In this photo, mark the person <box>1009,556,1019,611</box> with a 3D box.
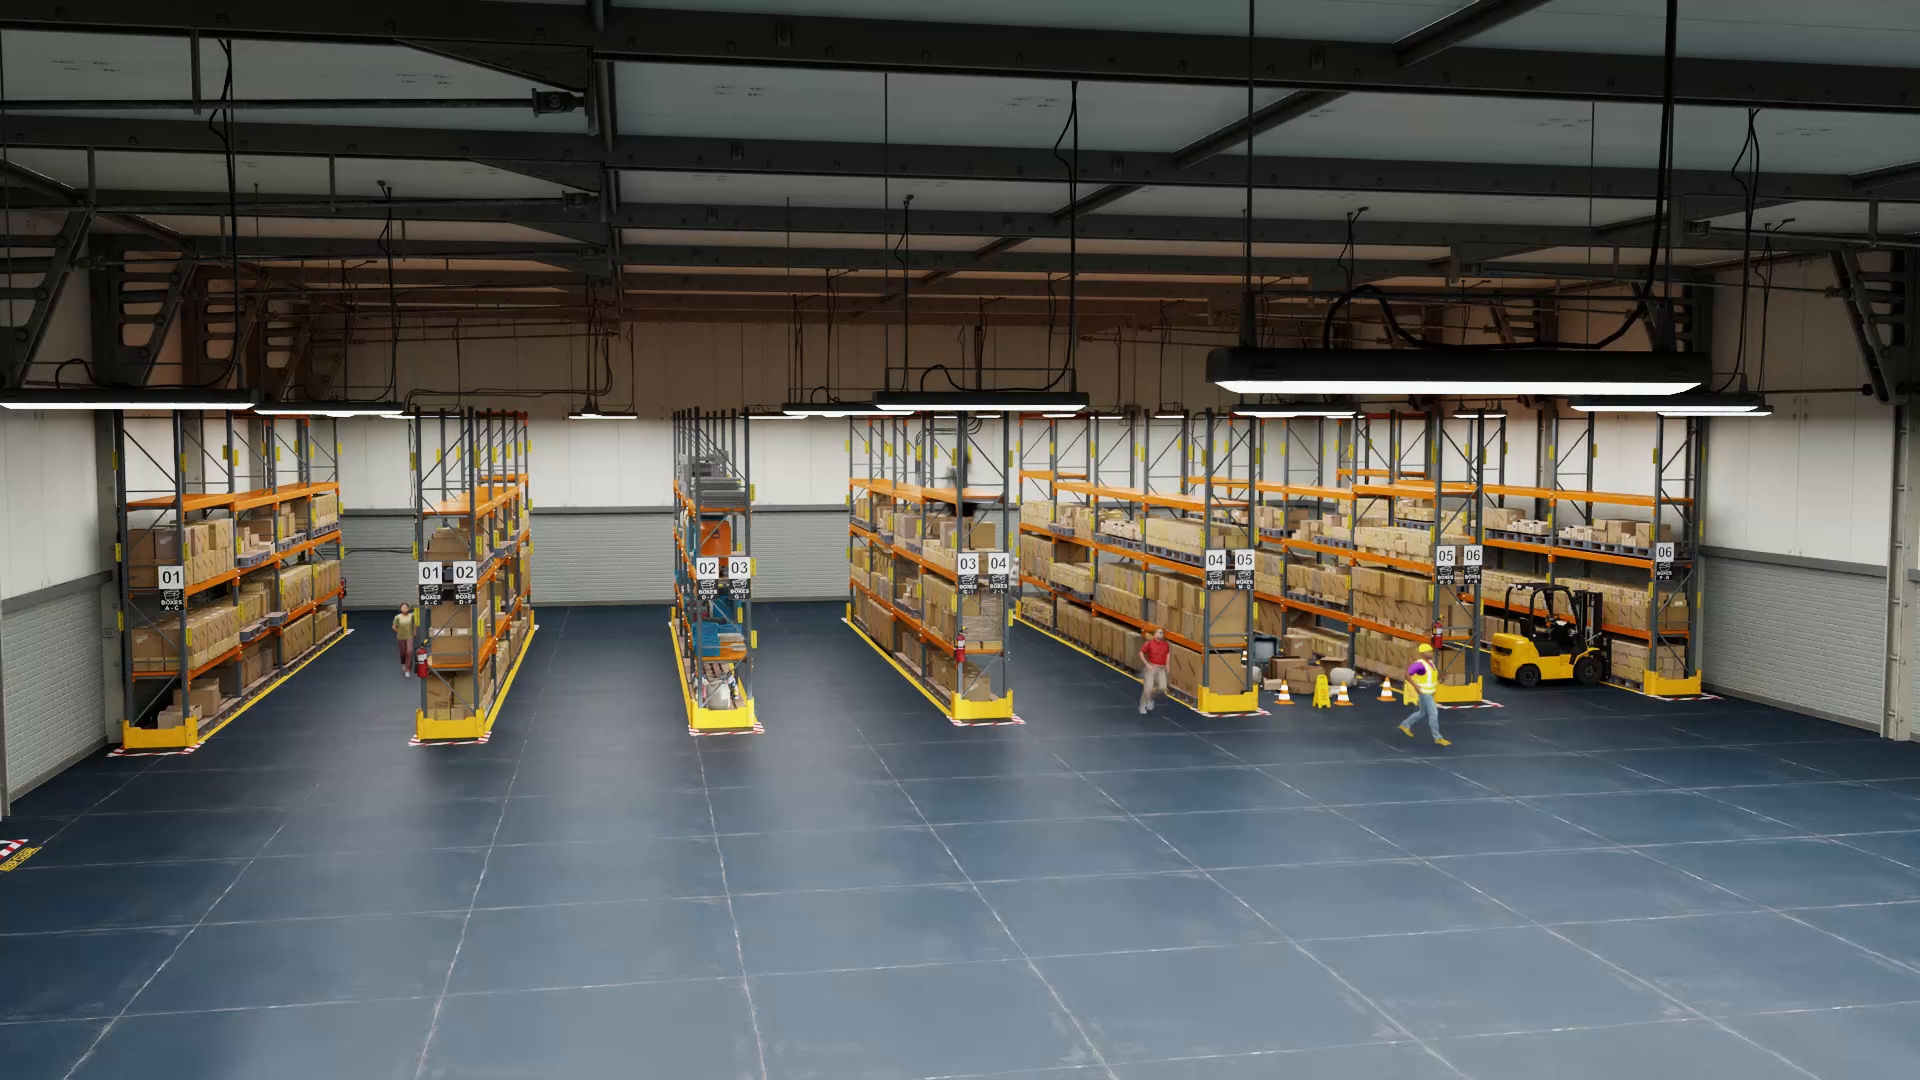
[{"bbox_3d":[1.565,1.329,49.946,0.588,1.747,0.795,0,4,-1],"label":"person"}]

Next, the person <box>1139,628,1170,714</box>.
[{"bbox_3d":[3.876,2.572,32.732,0.719,1.677,0.549,-1,4,-19],"label":"person"}]

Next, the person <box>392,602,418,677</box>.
[{"bbox_3d":[-12.514,2.212,37.542,0.562,1.635,0.926,-1,4,-18],"label":"person"}]

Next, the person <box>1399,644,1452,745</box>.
[{"bbox_3d":[8.267,2.714,29.503,0.989,1.754,0.700,3,5,33],"label":"person"}]
